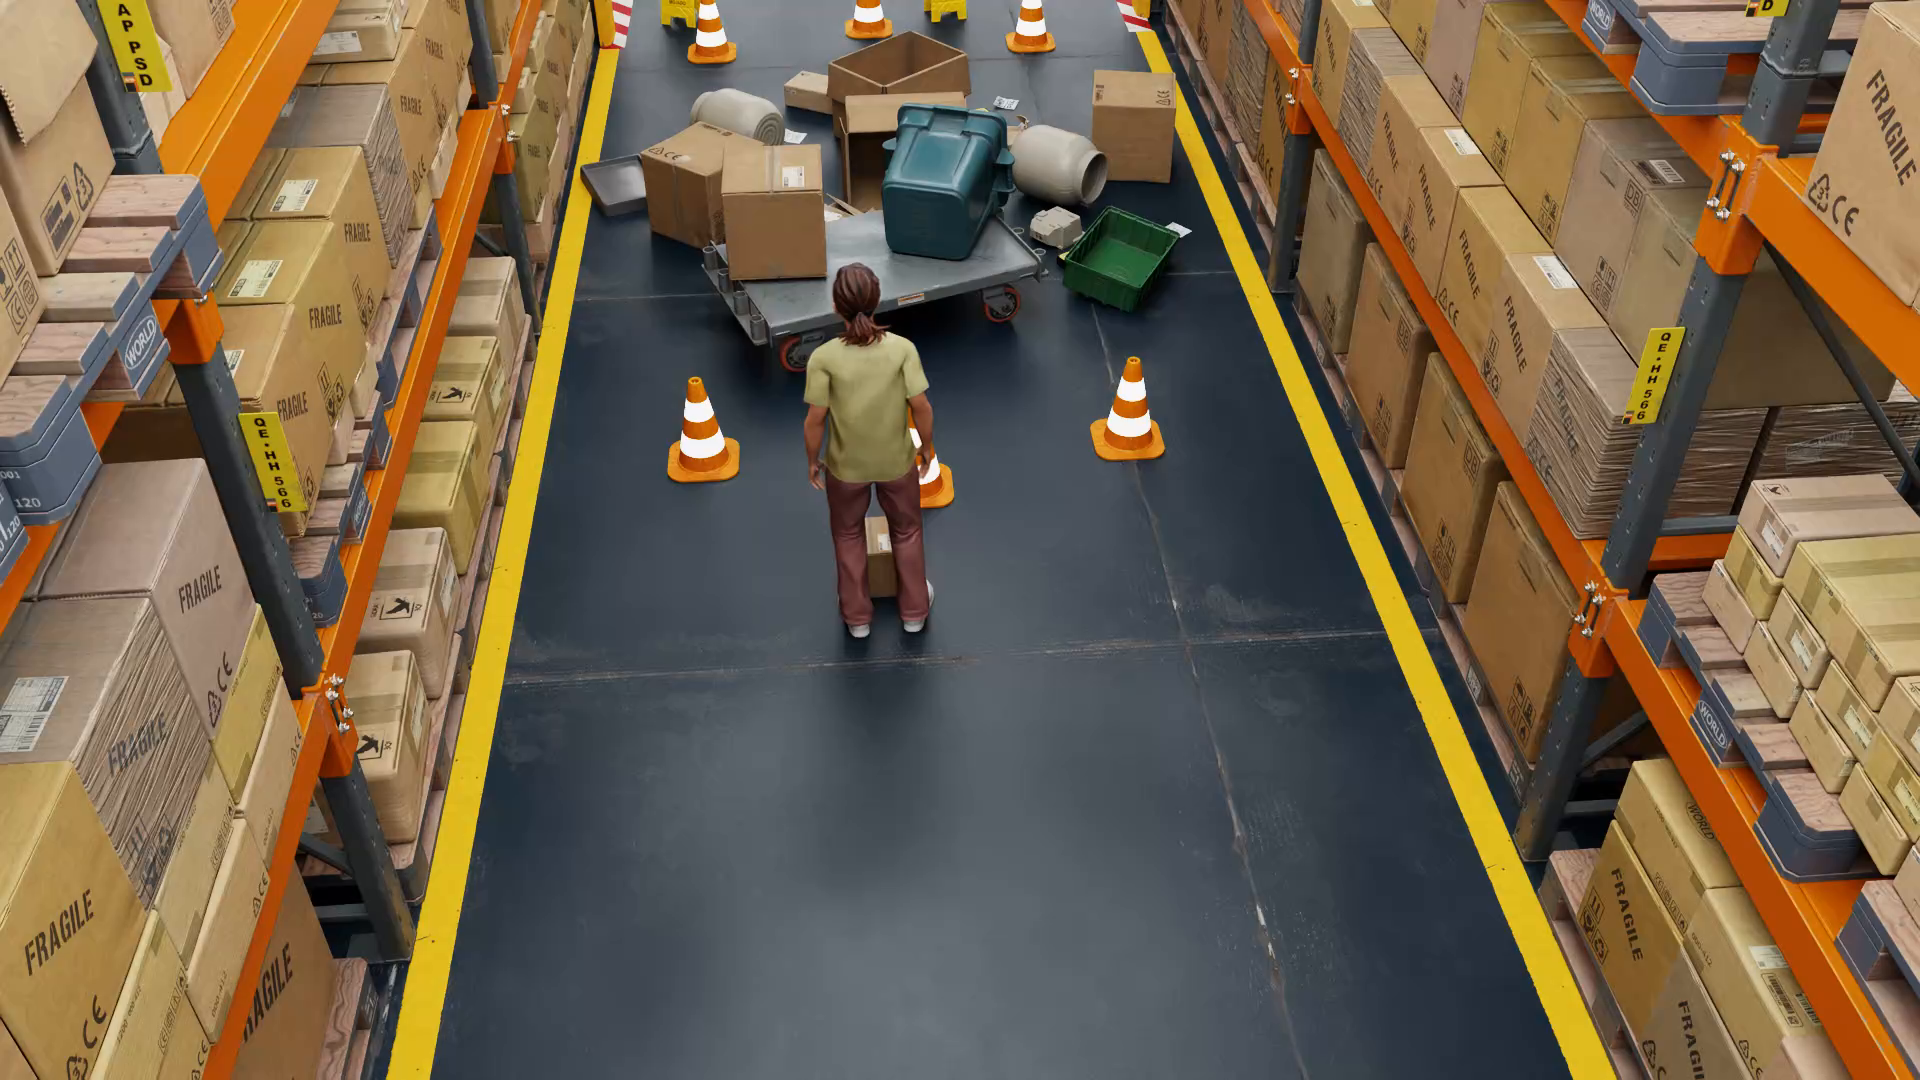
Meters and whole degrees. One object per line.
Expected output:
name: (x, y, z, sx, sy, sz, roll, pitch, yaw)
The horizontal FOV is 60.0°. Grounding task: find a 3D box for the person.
person: (-0.352, -0.317, 6.544, 0.513, 1.671, 0.359, -5, 40, -6)
